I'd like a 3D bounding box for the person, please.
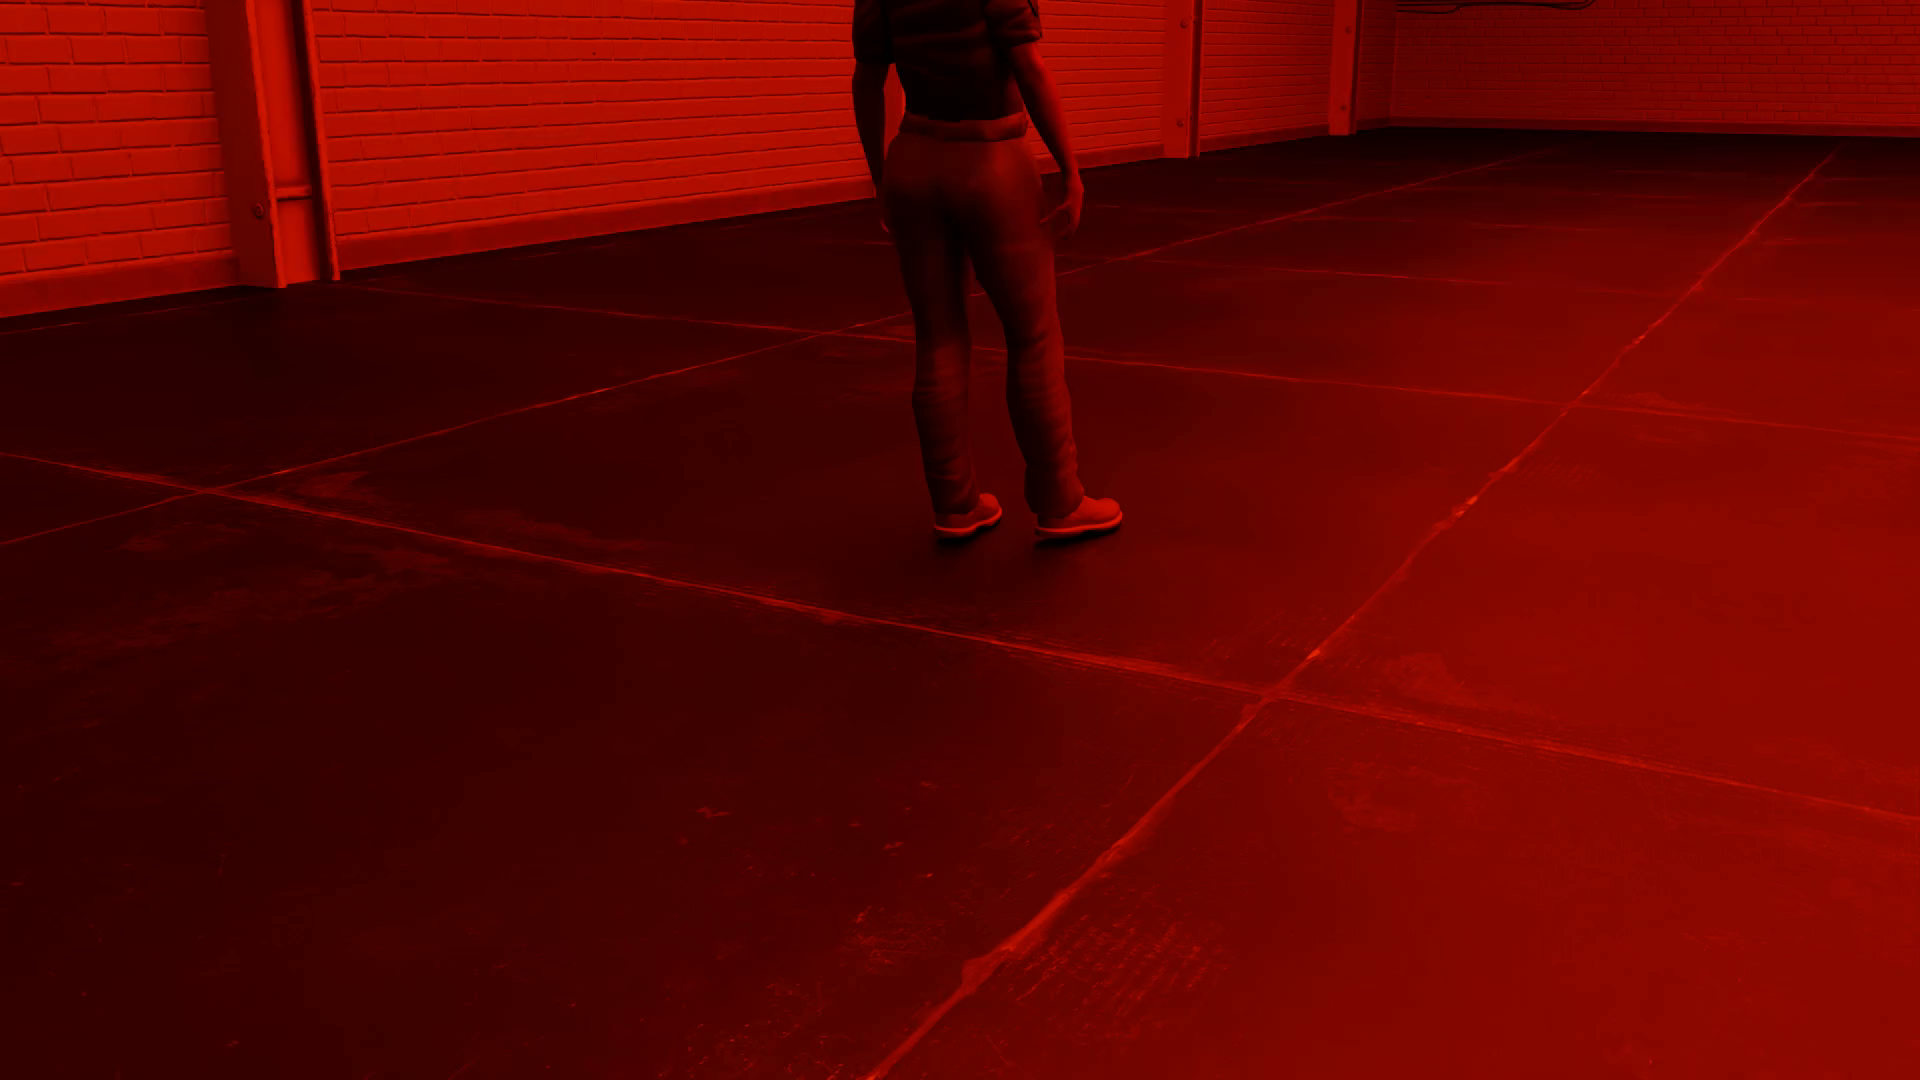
[{"bbox_3d":[0.061,-0.819,3.868,0.569,1.654,0.504,9,19,28],"label":"person"}]
